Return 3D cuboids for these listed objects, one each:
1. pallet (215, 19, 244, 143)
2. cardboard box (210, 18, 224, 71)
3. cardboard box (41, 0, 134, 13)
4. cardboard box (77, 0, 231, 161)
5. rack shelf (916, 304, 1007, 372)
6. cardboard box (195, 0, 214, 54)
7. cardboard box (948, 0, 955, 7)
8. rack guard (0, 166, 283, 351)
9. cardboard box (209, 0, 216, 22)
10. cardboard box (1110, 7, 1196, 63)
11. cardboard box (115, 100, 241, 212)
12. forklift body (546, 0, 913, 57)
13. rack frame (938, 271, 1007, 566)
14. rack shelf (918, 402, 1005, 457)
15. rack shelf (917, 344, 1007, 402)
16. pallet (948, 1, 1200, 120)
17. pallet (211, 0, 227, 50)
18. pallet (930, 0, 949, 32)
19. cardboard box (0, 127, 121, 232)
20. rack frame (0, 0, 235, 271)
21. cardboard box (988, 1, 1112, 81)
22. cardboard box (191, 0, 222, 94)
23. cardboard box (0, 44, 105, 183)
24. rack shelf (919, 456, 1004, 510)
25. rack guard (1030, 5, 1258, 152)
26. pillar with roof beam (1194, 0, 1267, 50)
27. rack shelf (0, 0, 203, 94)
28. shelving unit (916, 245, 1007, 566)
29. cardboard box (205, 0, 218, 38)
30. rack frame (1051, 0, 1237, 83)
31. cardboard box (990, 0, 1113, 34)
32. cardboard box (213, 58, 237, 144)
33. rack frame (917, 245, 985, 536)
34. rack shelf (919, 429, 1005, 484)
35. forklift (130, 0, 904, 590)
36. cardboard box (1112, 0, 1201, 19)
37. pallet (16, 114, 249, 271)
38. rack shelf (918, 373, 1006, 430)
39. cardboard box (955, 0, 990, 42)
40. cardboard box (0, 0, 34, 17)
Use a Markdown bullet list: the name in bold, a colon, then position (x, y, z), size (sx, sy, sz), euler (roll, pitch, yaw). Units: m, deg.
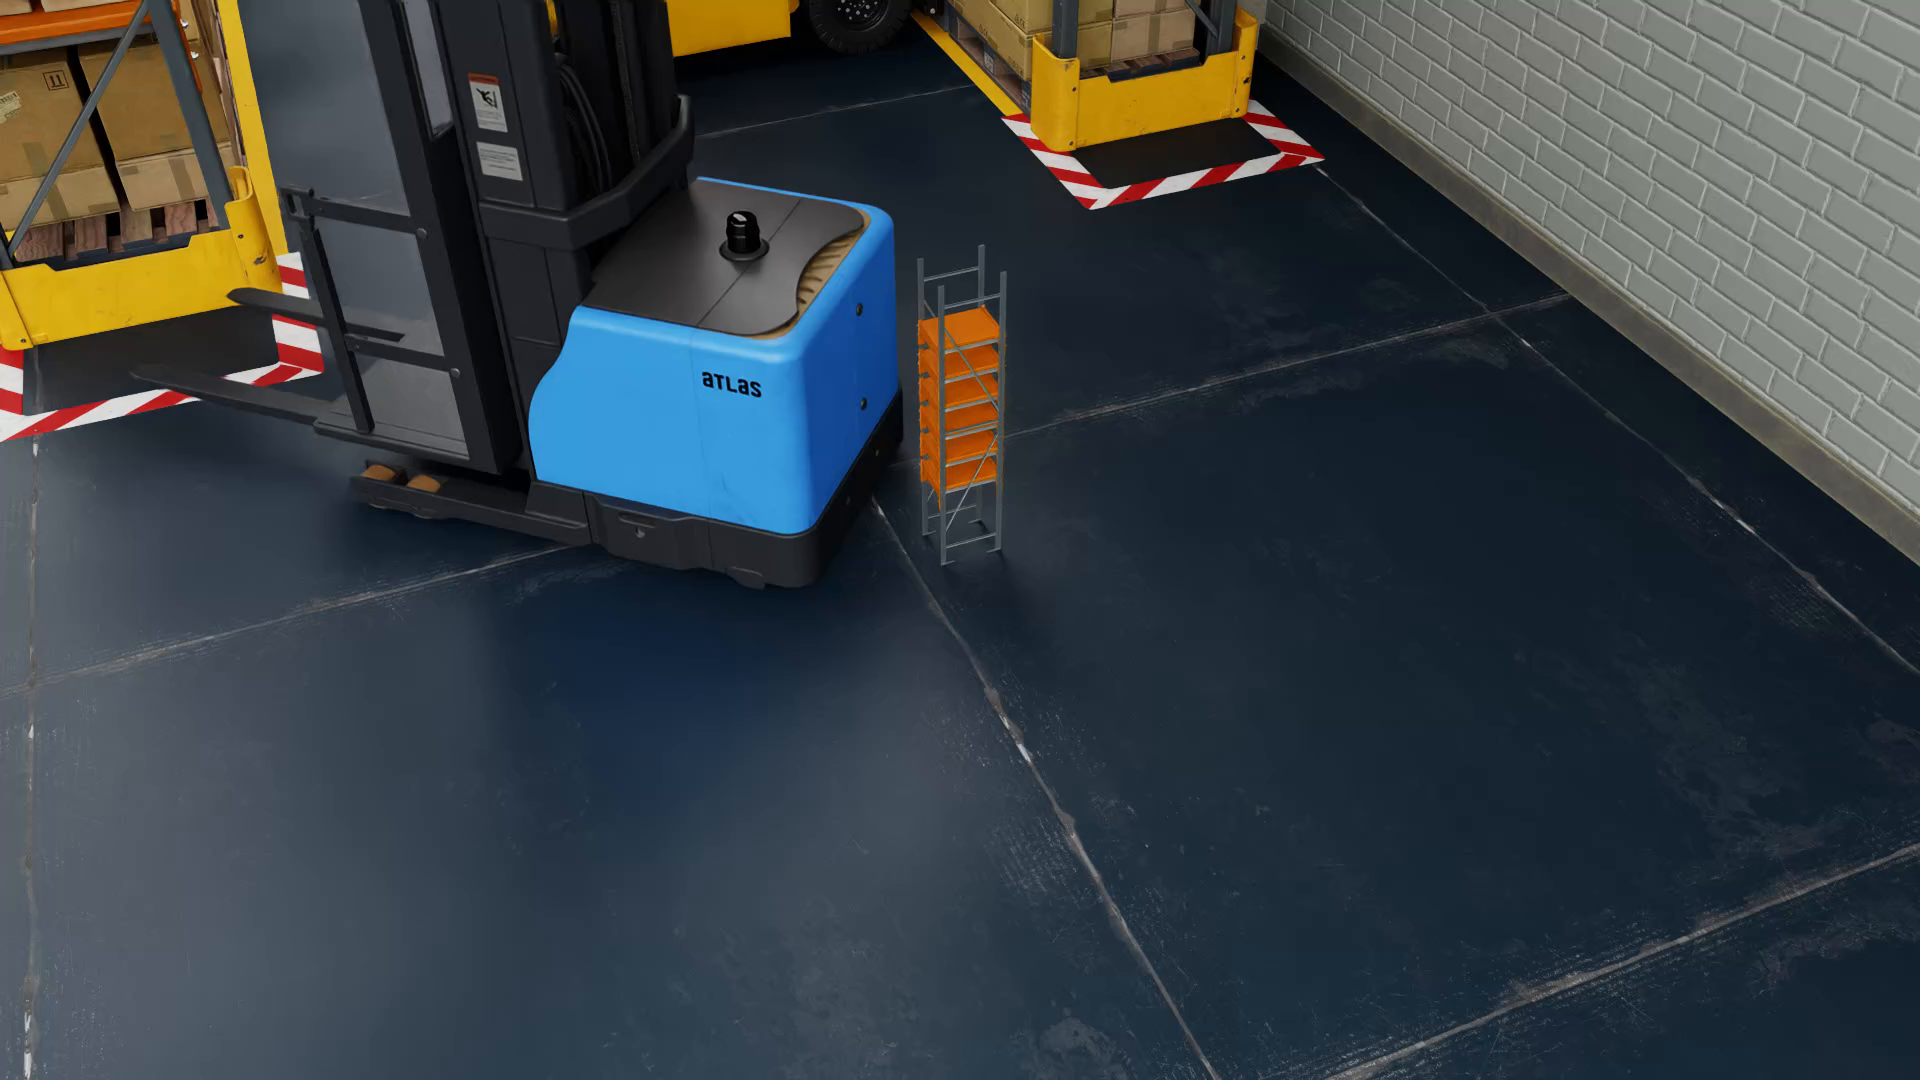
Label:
- **pallet**: position (-4.407, -2.368, 8.842), size (1.003, 0.211, 1.213), euler (-15, 43, -17)
- **cardboard box**: position (-4.099, -2.455, 8.591), size (0.500, 0.250, 0.500), euler (-12, 42, -14)
- **cardboard box**: position (-3.576, -2.309, 6.827), size (0.380, 0.149, 0.250), euler (-15, 43, -17)
- **cardboard box**: position (-3.700, -2.118, 7.624), size (0.500, 0.500, 0.500), euler (-16, 43, -18)
- **rack shelf**: position (0.006, -0.685, 5.643), size (0.258, 0.103, 0.180), euler (-15, 43, -17)
- **cardboard box**: position (-4.088, -2.736, 8.343), size (0.500, 0.500, 0.500), euler (-14, 43, -16)
- **cardboard box**: position (0.111, -3.315, 9.591), size (0.500, 0.250, 0.500), euler (-15, 43, -16)
- **rack guard**: position (-3.666, -1.246, 7.316), size (1.175, 0.500, 0.348), euler (-15, 43, -17)
- **cardboard box**: position (-4.480, -3.067, 9.303), size (0.500, 0.250, 0.500), euler (-16, 43, -18)
- **cardboard box**: position (0.940, -2.850, 9.050), size (0.500, 0.250, 0.500), euler (-15, 43, -17)
- **cardboard box**: position (-3.690, -1.820, 7.852), size (0.500, 0.250, 0.500), euler (-15, 43, -17)
- **forklift body**: position (-1.463, -3.754, 8.966), size (2.313, 2.155, 1.214), euler (-15, 43, -17)
- **rack frame**: position (0.041, -0.391, 5.785), size (0.240, 1.200, 0.006), euler (-15, 43, -17)
- **rack shelf**: position (0.006, -0.413, 5.878), size (0.258, 0.103, 0.180), euler (-15, 43, -17)
- **rack shelf**: position (0.006, -0.594, 5.721), size (0.258, 0.103, 0.180), euler (-15, 43, -17)
- **pallet**: position (0.616, -2.782, 9.323), size (1.003, 0.211, 1.213), euler (-15, 43, -17)
- **pallet**: position (-4.878, -3.105, 9.698), size (1.003, 0.211, 1.213), euler (-15, 43, -17)
- **pallet**: position (0.153, -3.515, 10.176), size (1.003, 0.211, 1.213), euler (-15, 43, -17)
- **cardboard box**: position (-4.204, -1.699, 7.712), size (0.500, 0.250, 0.500), euler (-15, 43, -17)
- **rack frame**: position (-3.637, -2.148, 6.447), size (1.000, 3.000, 0.127), euler (-15, 43, -17)
- **cardboard box**: position (0.476, -2.709, 8.887), size (0.500, 0.250, 0.500), euler (-15, 43, -17)
- **cardboard box**: position (-3.904, -2.432, 7.989), size (0.500, 0.500, 0.500), euler (-17, 43, -18)
- **cardboard box**: position (-4.184, -1.967, 7.448), size (0.500, 0.500, 0.500), euler (-15, 43, -17)
- **rack shelf**: position (0.006, -0.231, 6.034), size (0.258, 0.103, 0.180), euler (-15, 43, -17)
- **rack guard**: position (0.957, -2.426, 8.688), size (1.175, 0.500, 0.348), euler (-15, 43, -17)
- **pillar with roof beam**: position (-2.463, -5.234, 5.434), size (9.100, 9.000, 0.400), euler (-15, 43, -17)
- **rack shelf**: position (-4.402, -3.080, 8.083), size (1.077, 0.370, 4.000), euler (-15, 43, -17)
- **shelving unit**: position (0.006, -0.446, 5.849), size (0.258, 1.200, 0.189), euler (-15, 43, -17)
- **cardboard box**: position (-4.290, -2.759, 8.945), size (0.500, 0.250, 0.500), euler (-14, 43, -16)
- **rack frame**: position (0.948, -3.389, 7.890), size (1.000, 3.000, 0.127), euler (-15, 43, -17)
- **cardboard box**: position (0.473, -2.910, 8.737), size (0.500, 0.250, 0.500), euler (-16, 43, -17)
- **cardboard box**: position (-3.878, -2.129, 8.212), size (0.500, 0.250, 0.500), euler (-14, 43, -15)
- **rack frame**: position (-0.029, -0.501, 5.913), size (0.240, 1.200, 0.006), euler (-15, 43, -17)
- **rack shelf**: position (0.006, -0.322, 5.956), size (0.258, 0.103, 0.180), euler (-15, 43, -17)
- **forklift**: position (-1.799, -1.504, 5.752), size (3.031, 2.935, 1.130), euler (12, 42, 14)
- **cardboard box**: position (0.960, -3.030, 8.876), size (0.500, 0.250, 0.500), euler (-14, 43, -16)
- **pallet**: position (-3.944, -1.635, 7.989), size (1.003, 0.211, 1.213), euler (-15, 43, -17)
- **rack shelf**: position (0.006, -0.504, 5.799), size (0.258, 0.103, 0.180), euler (-15, 43, -17)
- **cardboard box**: position (0.294, -3.011, 9.238), size (0.500, 0.250, 0.500), euler (-15, 43, -17)
- **cardboard box**: position (-3.978, -2.225, 6.729), size (0.380, 0.149, 0.250), euler (-14, 43, -15)
